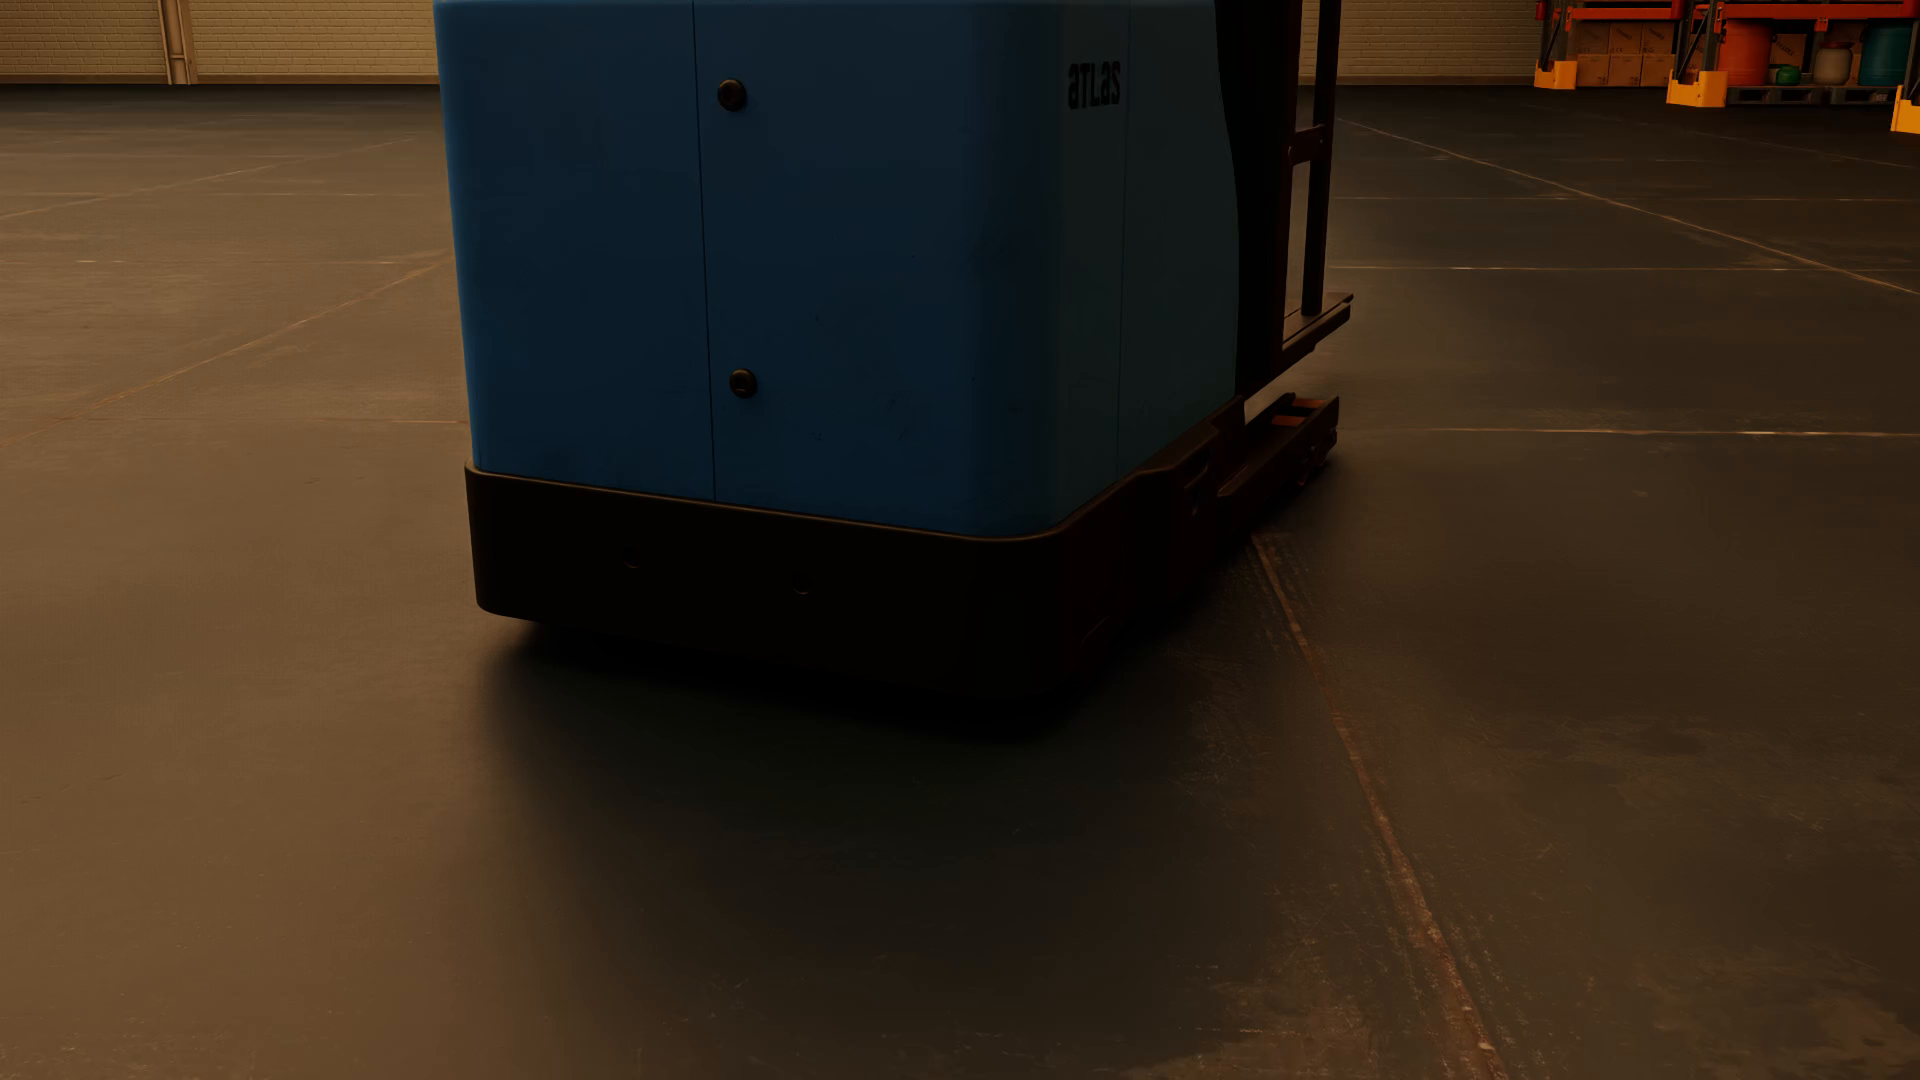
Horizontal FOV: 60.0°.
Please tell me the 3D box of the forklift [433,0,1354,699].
[{"bbox_3d":[0.251,-1.565,3.468,1.130,2.935,3.031,8,19,23],"label":"forklift"}]
